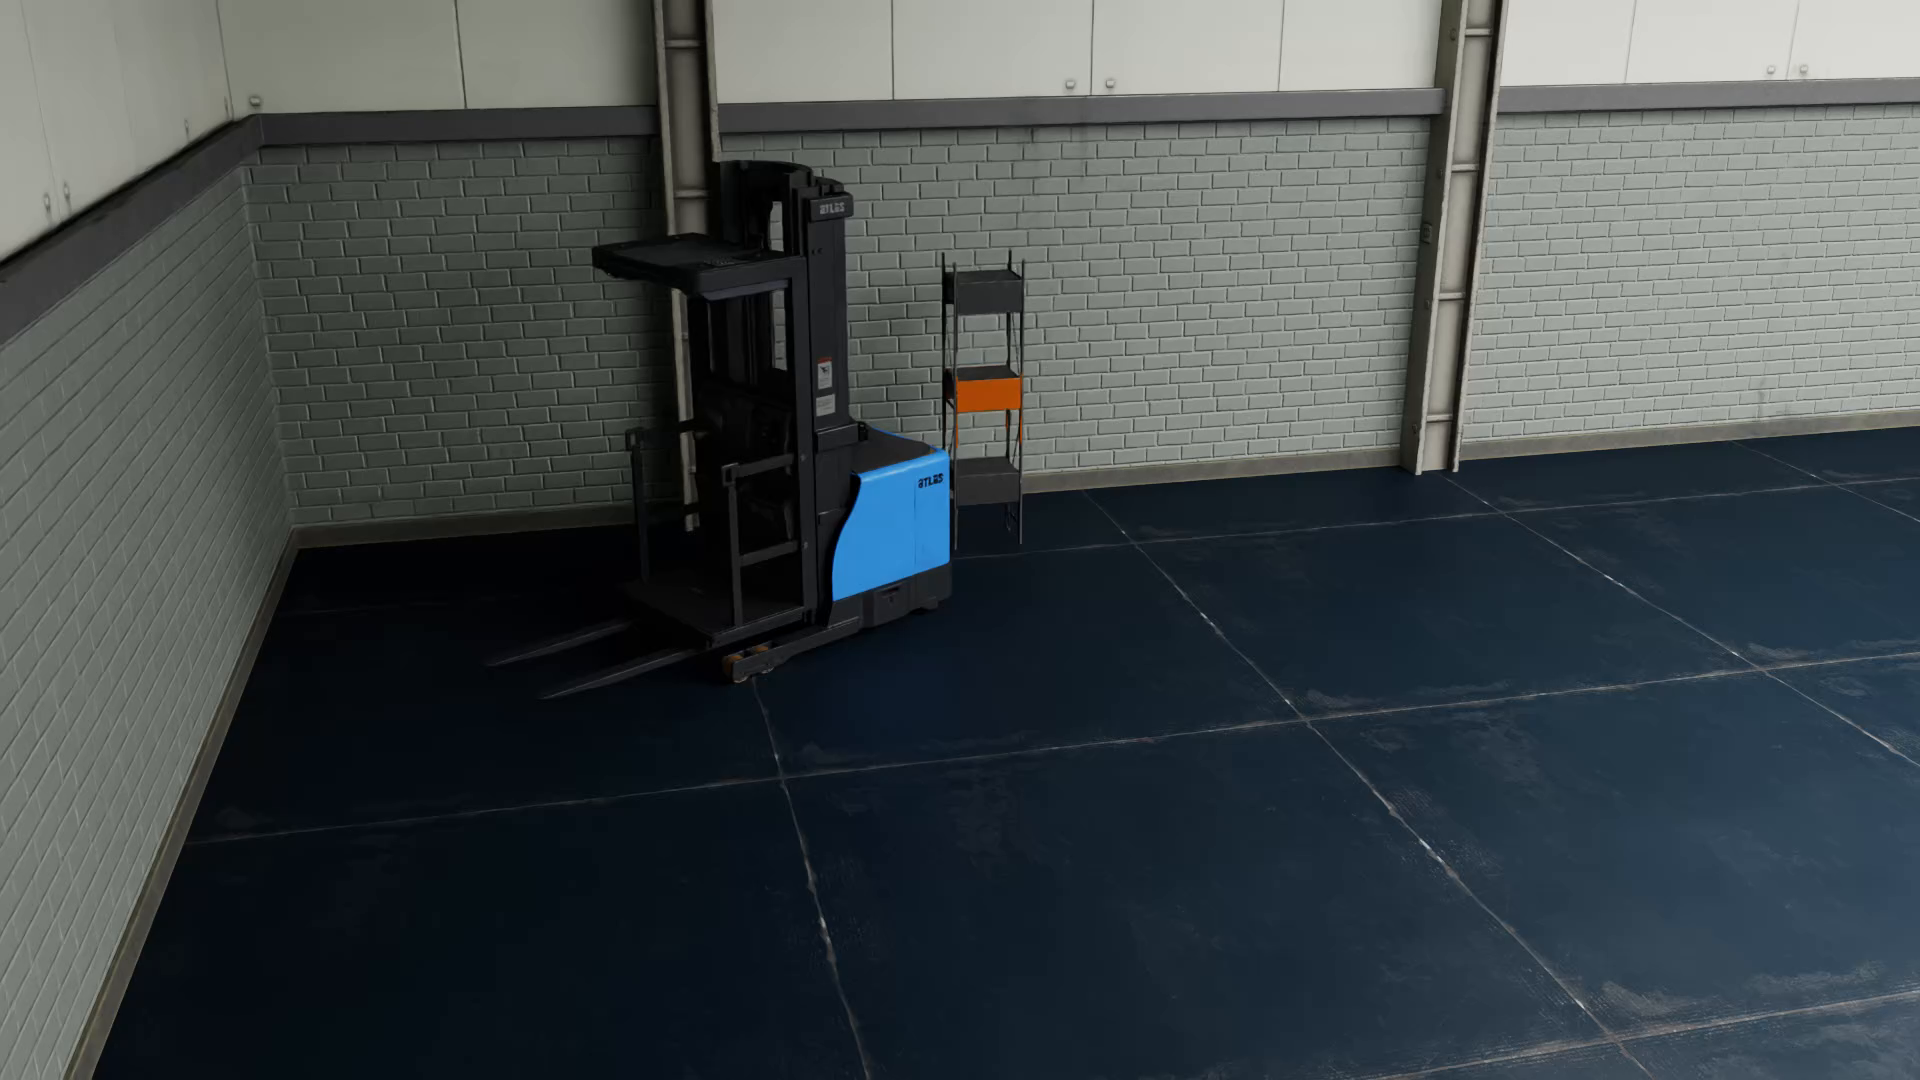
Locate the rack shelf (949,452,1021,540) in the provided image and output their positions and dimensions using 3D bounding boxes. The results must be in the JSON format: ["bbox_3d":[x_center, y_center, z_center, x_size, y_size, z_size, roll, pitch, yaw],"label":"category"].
[{"bbox_3d":[0.161,-0.329,12.235,0.480,0.518,0.431,-5,21,-12],"label":"rack shelf"}]

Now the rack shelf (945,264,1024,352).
[{"bbox_3d":[0.161,-1.644,11.753,0.480,0.518,0.431,-5,21,-12],"label":"rack shelf"}]

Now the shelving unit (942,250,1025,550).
[{"bbox_3d":[0.161,-0.999,11.989,0.503,2.100,0.431,-5,21,-12],"label":"shelving unit"}]

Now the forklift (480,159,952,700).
[{"bbox_3d":[-1.472,-0.721,10.020,3.031,2.935,1.130,-18,27,-40],"label":"forklift"}]

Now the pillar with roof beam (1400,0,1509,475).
[{"bbox_3d":[4.923,-3.392,8.491,0.400,9.000,9.100,-5,21,-12],"label":"pillar with roof beam"}]

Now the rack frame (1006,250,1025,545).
[{"bbox_3d":[0.399,-1.018,12.042,0.015,2.100,0.400,-5,21,-12],"label":"rack frame"}]

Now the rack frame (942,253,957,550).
[{"bbox_3d":[-0.076,-0.980,11.936,0.015,2.100,0.400,-5,21,-12],"label":"rack frame"}]

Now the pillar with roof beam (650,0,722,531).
[{"bbox_3d":[-0.916,-2.917,7.195,0.400,9.000,9.100,-5,21,-12],"label":"pillar with roof beam"}]

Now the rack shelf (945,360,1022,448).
[{"bbox_3d":[0.161,-0.986,11.994,0.480,0.518,0.431,-5,21,-12],"label":"rack shelf"}]
